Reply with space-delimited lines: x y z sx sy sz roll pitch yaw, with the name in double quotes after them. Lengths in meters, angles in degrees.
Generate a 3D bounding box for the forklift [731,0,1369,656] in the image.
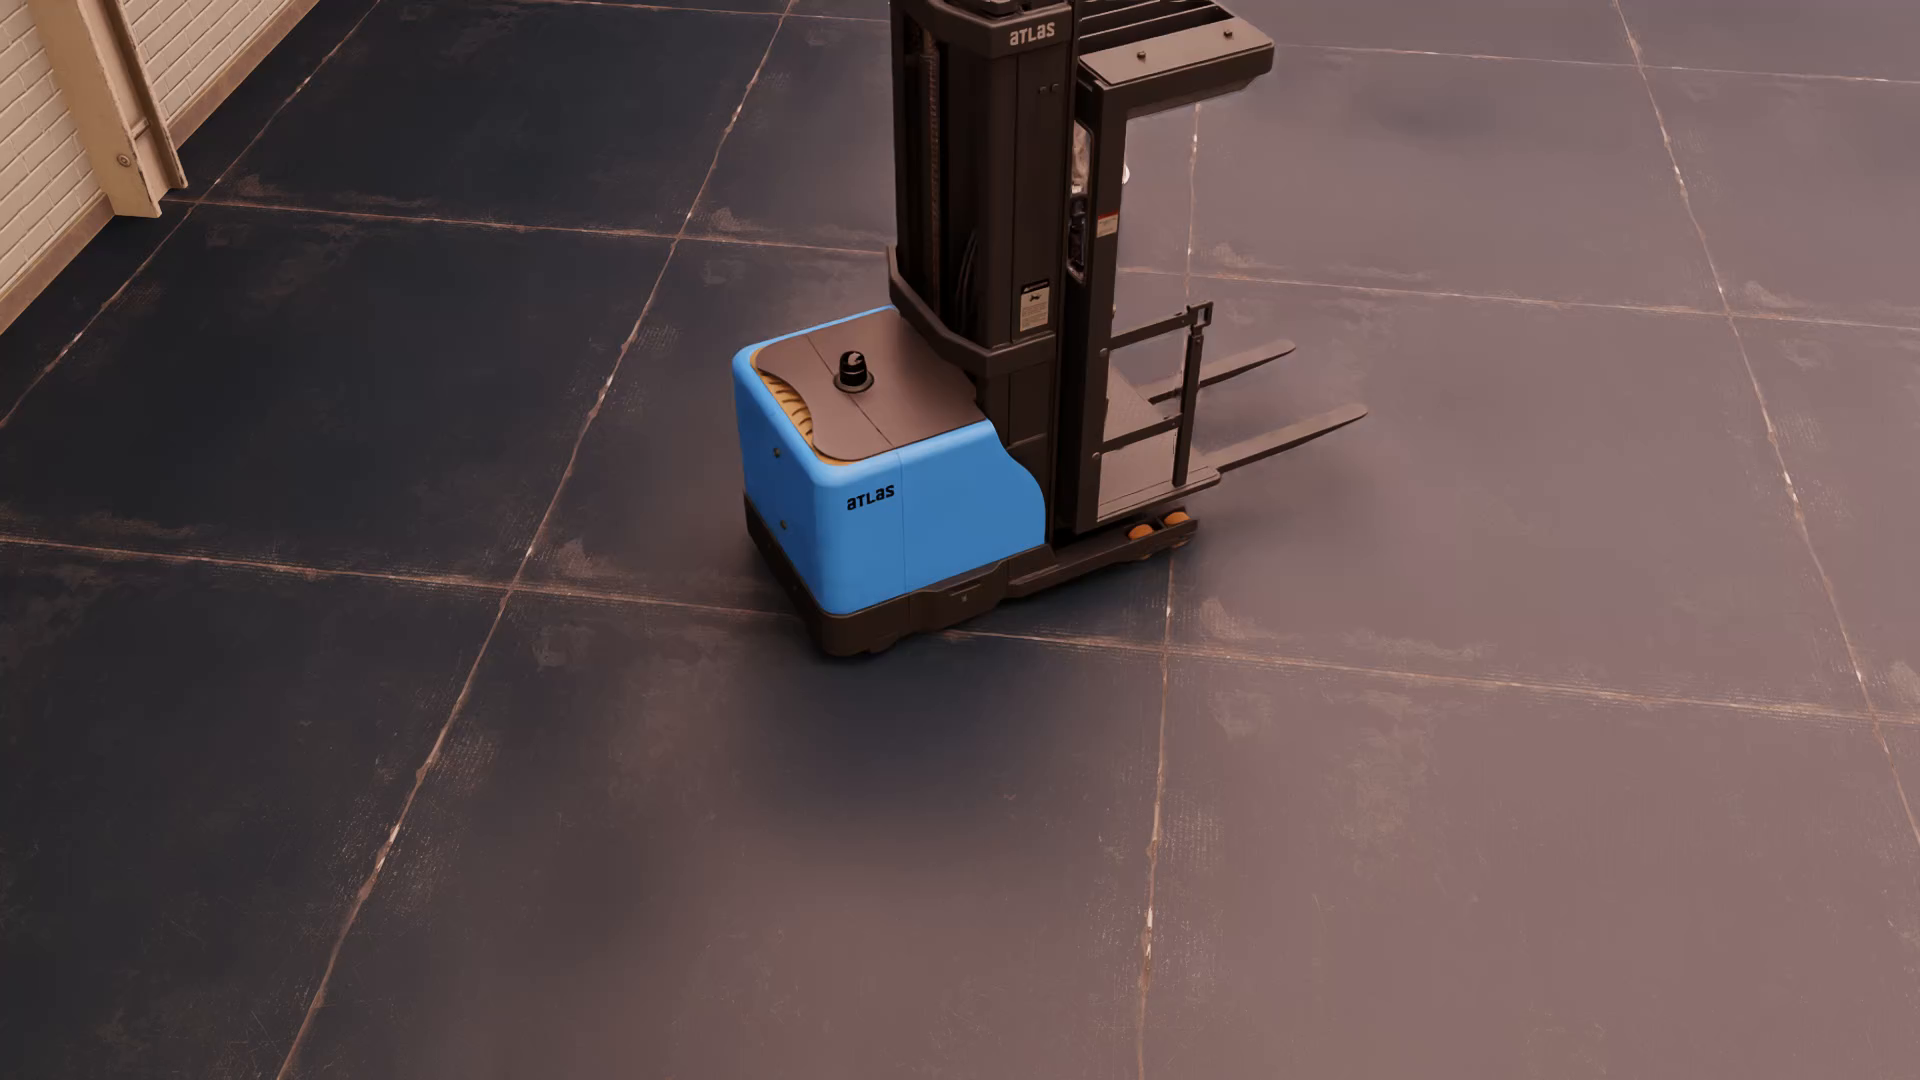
0.541 -1.284 7.122 3.031 2.935 1.130 -20 46 -20 "forklift"

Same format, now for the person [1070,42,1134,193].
0.759 -2.788 9.690 0.526 1.684 0.512 10 44 11 "person"
